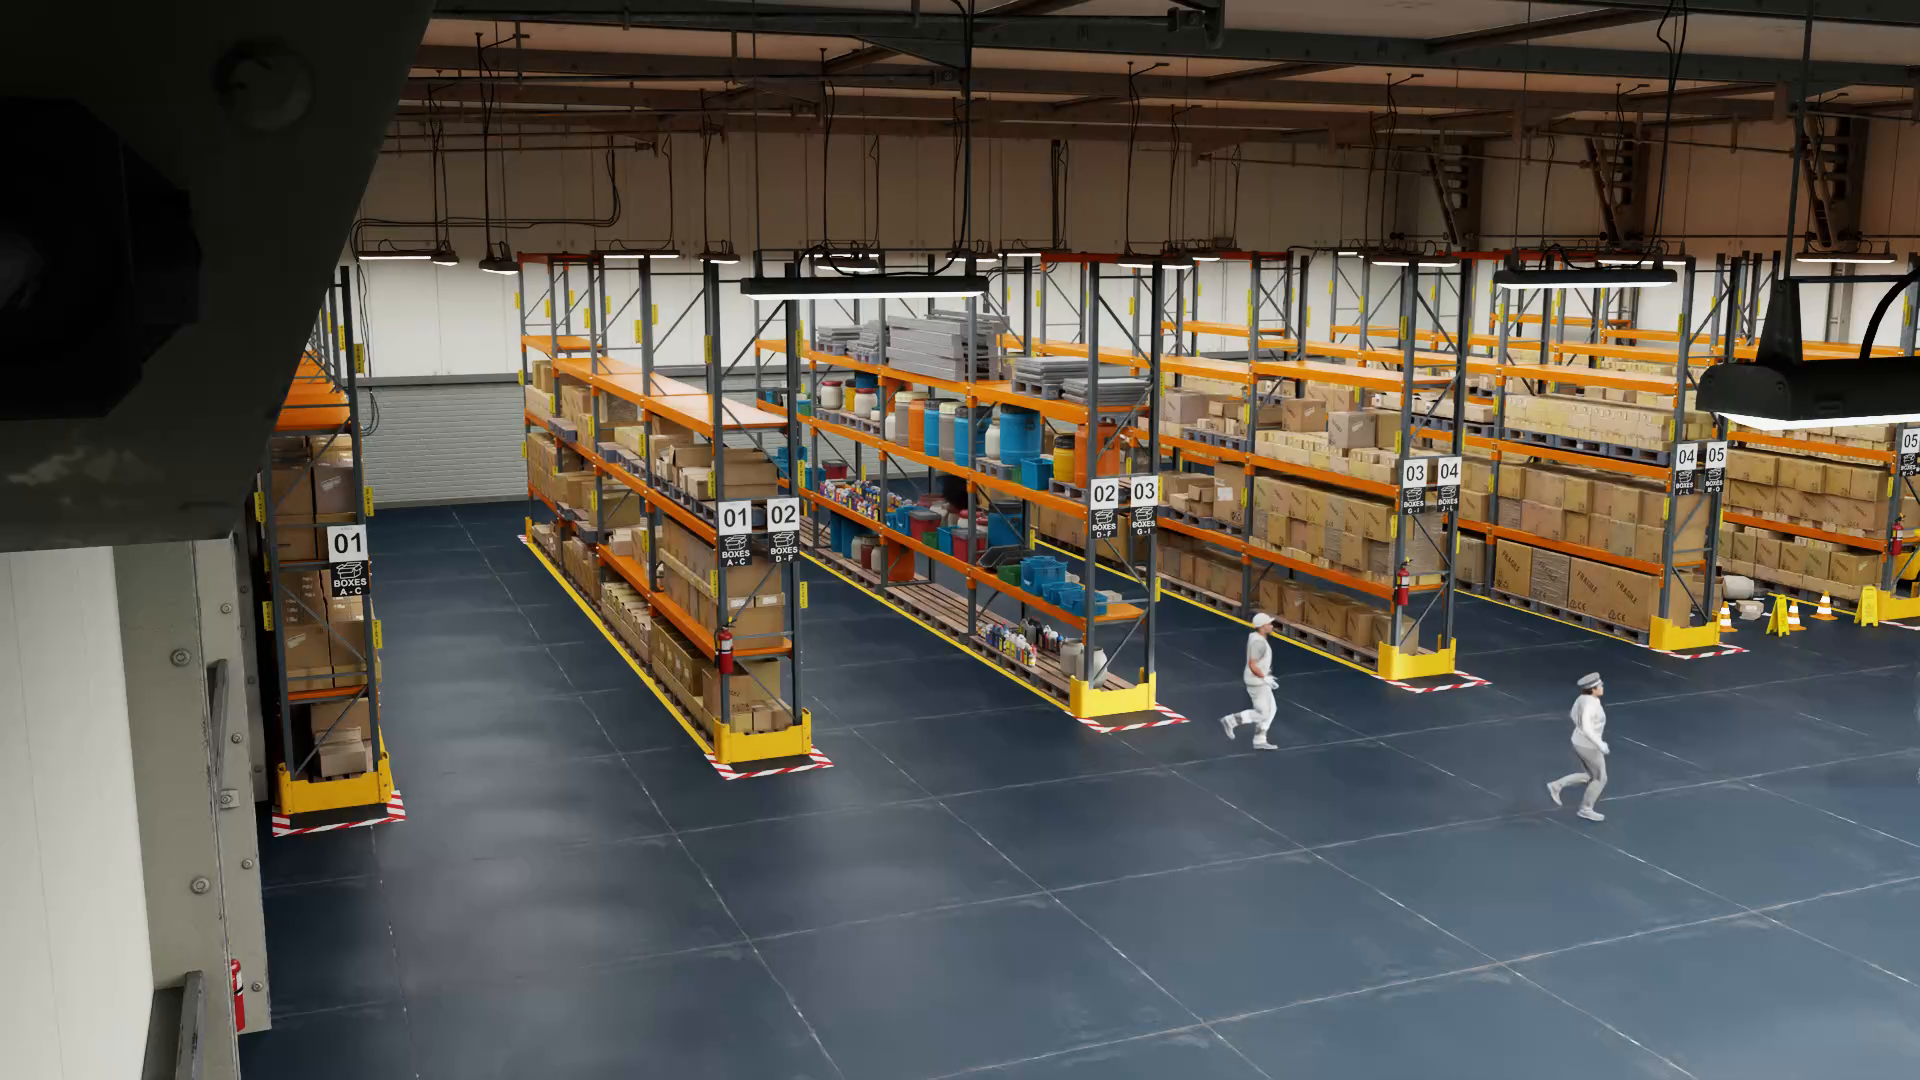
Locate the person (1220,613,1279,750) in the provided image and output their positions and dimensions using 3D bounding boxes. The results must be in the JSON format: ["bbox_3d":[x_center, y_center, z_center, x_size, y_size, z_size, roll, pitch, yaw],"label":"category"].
[{"bbox_3d":[3.612,1.753,20.665,0.714,1.736,0.652,2,11,10],"label":"person"}]

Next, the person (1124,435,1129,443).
[{"bbox_3d":[4.017,-1.941,41.083,0.661,1.713,0.620,-9,13,-39],"label":"person"}]

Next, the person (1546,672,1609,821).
[{"bbox_3d":[6.800,2.247,18.206,0.586,1.659,0.648,1,10,5],"label":"person"}]

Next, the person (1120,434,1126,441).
[{"bbox_3d":[3.727,-1.665,39.387,0.733,1.709,0.570,0,10,2],"label":"person"}]
